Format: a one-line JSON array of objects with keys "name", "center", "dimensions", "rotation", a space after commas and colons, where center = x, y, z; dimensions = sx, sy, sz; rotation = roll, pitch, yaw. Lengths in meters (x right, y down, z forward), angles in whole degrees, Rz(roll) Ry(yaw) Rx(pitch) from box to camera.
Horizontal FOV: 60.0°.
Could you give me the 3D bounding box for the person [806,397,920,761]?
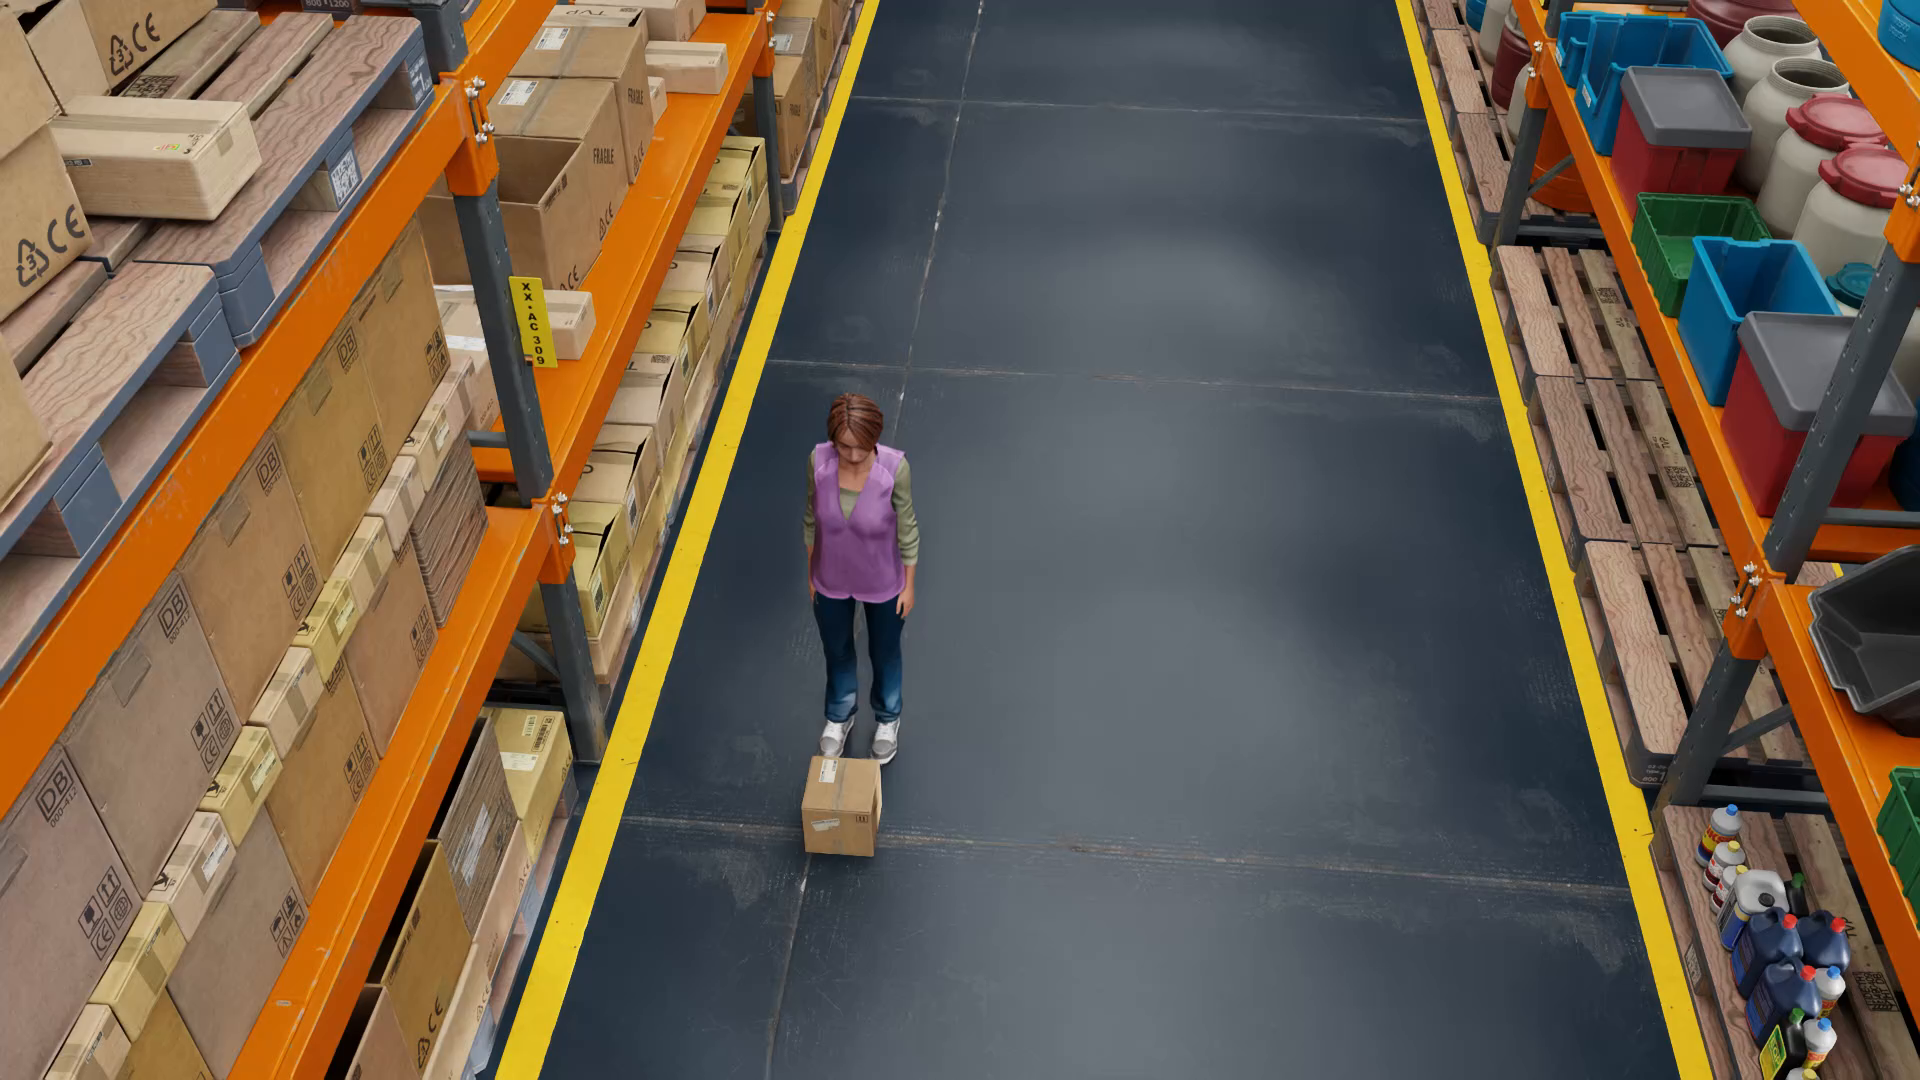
[{"name": "person", "center": [-0.343, 0.159, 5.986], "dimensions": [0.407, 1.592, 0.302], "rotation": [6, 41, 7]}]
